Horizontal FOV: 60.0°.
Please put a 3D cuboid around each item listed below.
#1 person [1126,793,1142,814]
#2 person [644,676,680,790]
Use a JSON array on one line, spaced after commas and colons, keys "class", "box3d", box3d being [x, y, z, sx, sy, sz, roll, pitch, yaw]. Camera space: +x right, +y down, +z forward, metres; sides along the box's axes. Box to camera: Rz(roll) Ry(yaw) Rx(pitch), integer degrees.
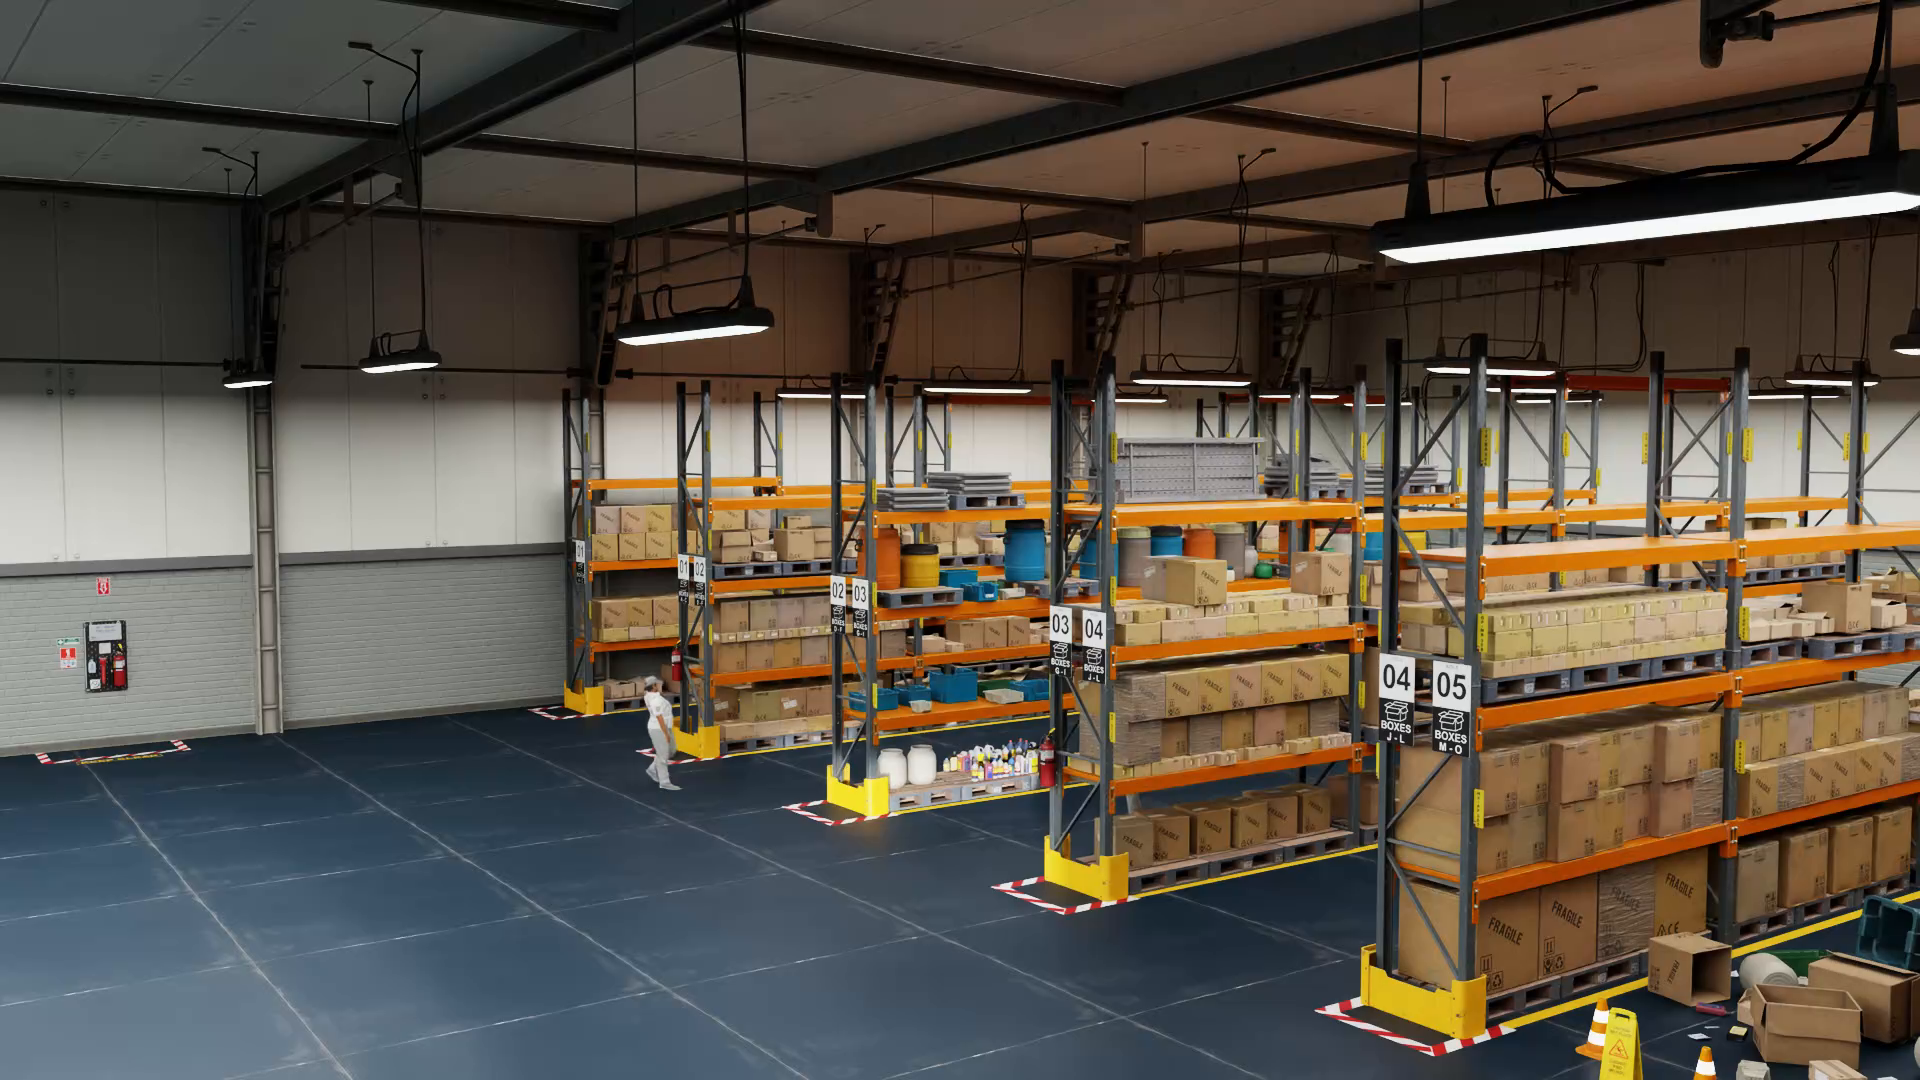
[{"class": "person", "box3d": [2.218, 3.009, 21.505, 0.408, 1.629, 0.427, 3, 5, 36]}, {"class": "person", "box3d": [-4.344, 2.795, 24.269, 0.533, 1.658, 0.566, 0, 4, -2]}]
